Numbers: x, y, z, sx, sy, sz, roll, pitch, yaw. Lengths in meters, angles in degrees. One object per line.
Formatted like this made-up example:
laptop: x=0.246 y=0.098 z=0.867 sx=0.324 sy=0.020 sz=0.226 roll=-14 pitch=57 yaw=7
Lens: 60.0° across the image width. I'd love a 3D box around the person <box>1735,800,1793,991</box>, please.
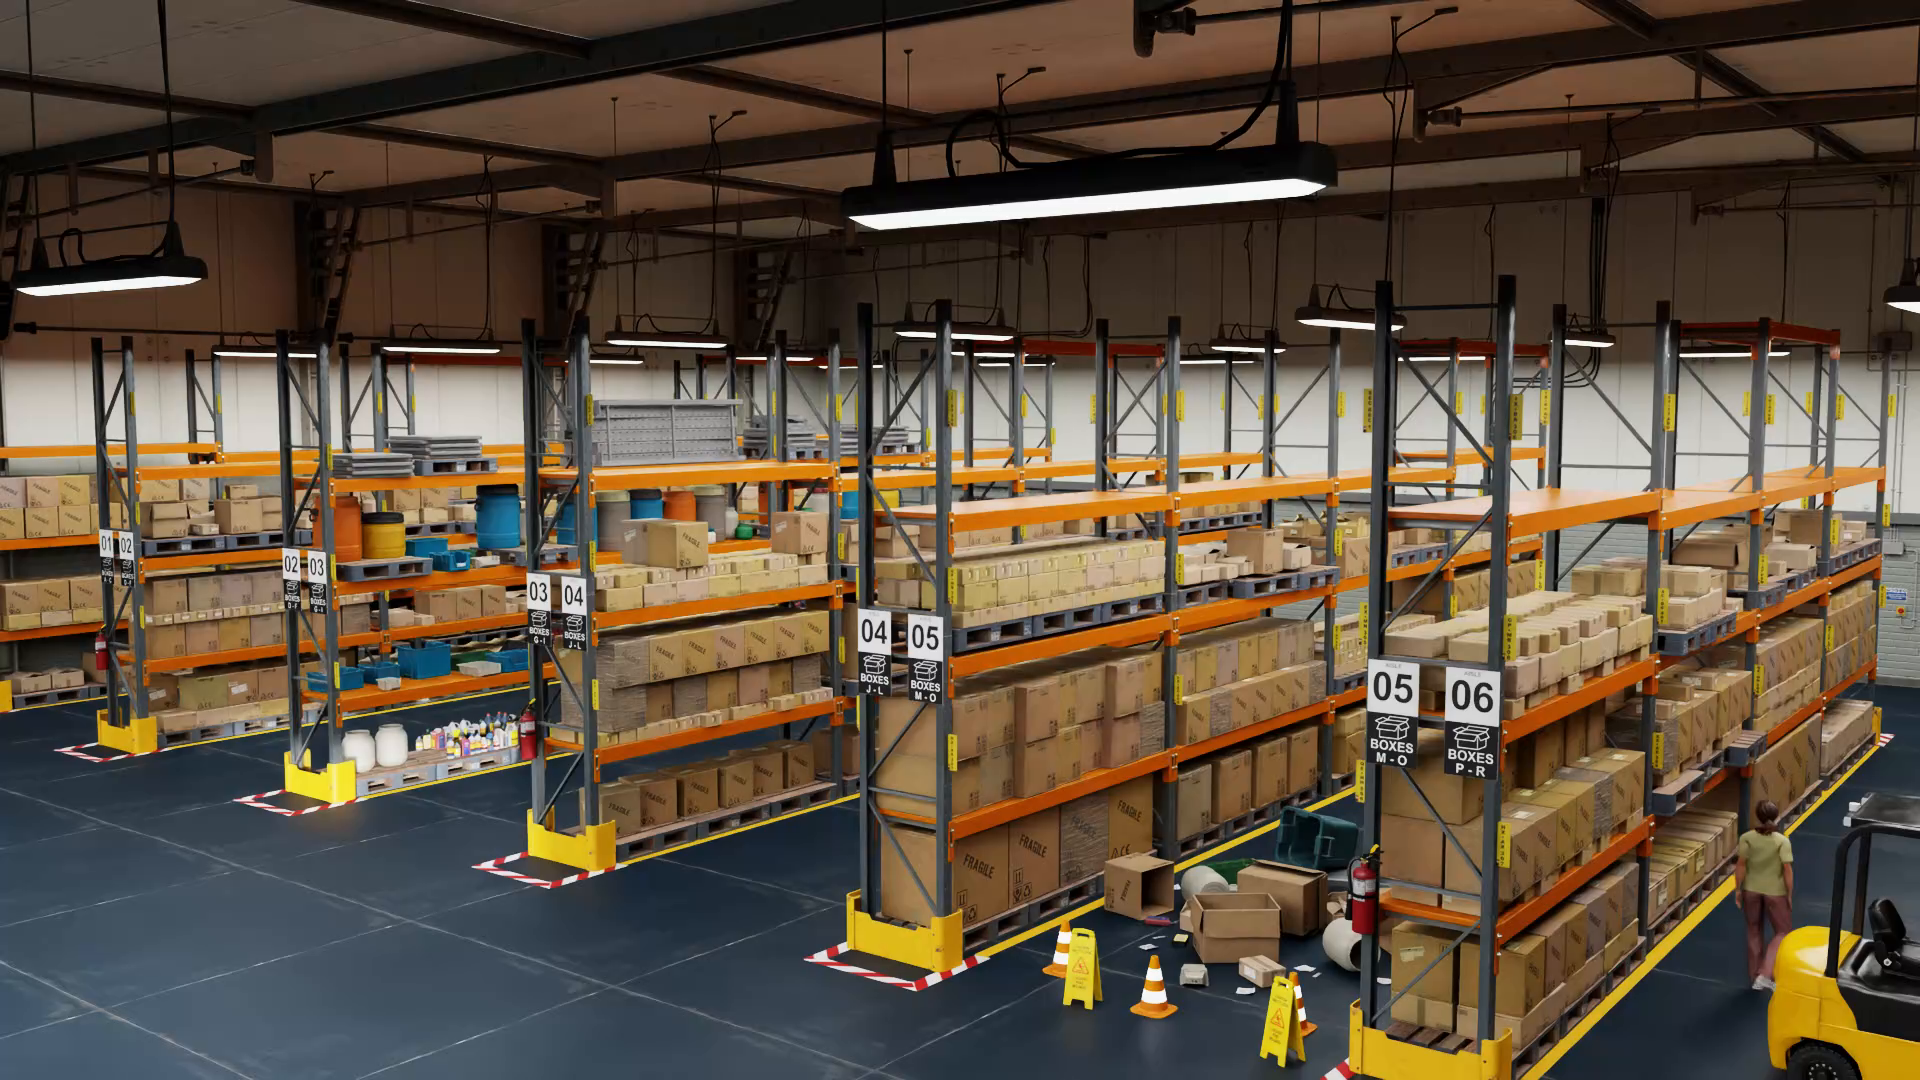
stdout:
person: x=6.972 y=3.087 z=14.401 sx=0.489 sy=1.668 sz=0.534 roll=4 pitch=6 yaw=36
